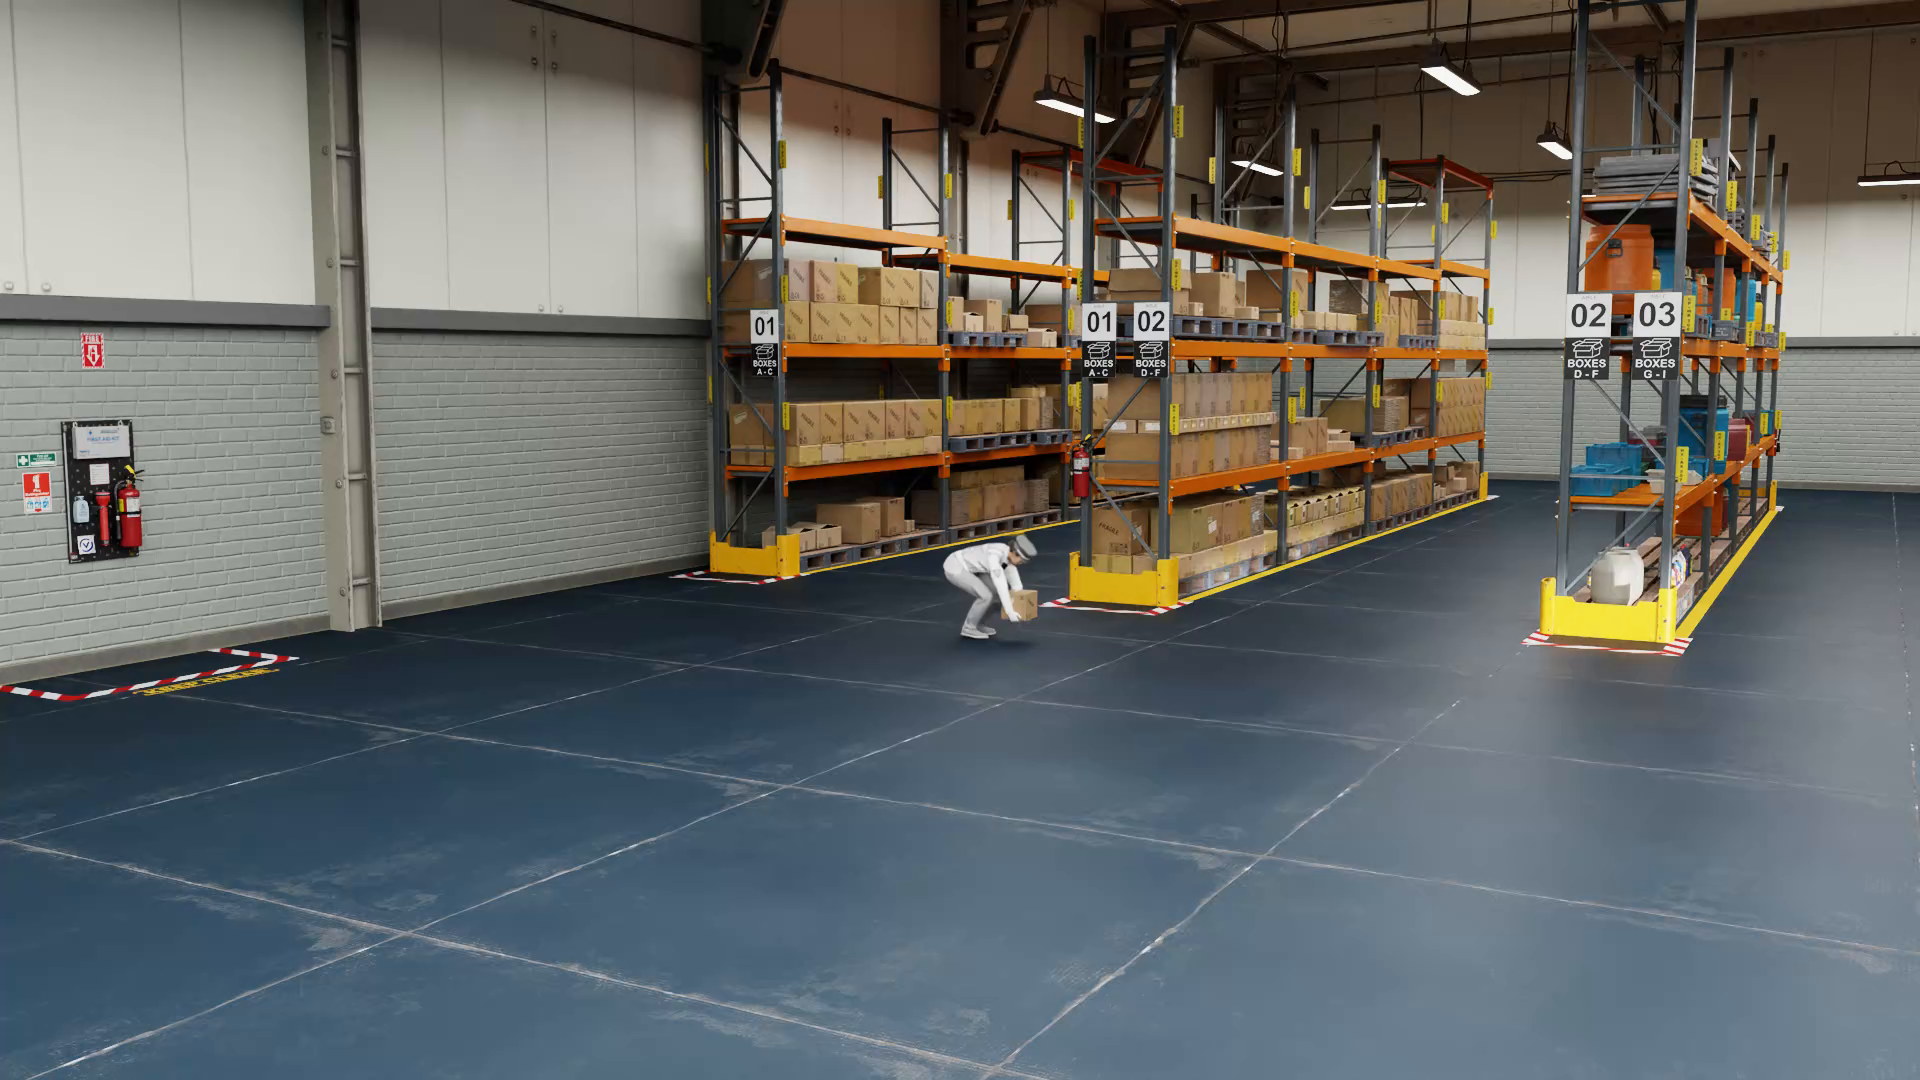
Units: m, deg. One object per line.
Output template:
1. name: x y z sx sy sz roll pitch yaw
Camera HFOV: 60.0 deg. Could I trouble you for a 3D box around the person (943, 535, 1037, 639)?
1. person: 0.291 0.429 15.584 0.907 0.982 0.462 3 7 26
